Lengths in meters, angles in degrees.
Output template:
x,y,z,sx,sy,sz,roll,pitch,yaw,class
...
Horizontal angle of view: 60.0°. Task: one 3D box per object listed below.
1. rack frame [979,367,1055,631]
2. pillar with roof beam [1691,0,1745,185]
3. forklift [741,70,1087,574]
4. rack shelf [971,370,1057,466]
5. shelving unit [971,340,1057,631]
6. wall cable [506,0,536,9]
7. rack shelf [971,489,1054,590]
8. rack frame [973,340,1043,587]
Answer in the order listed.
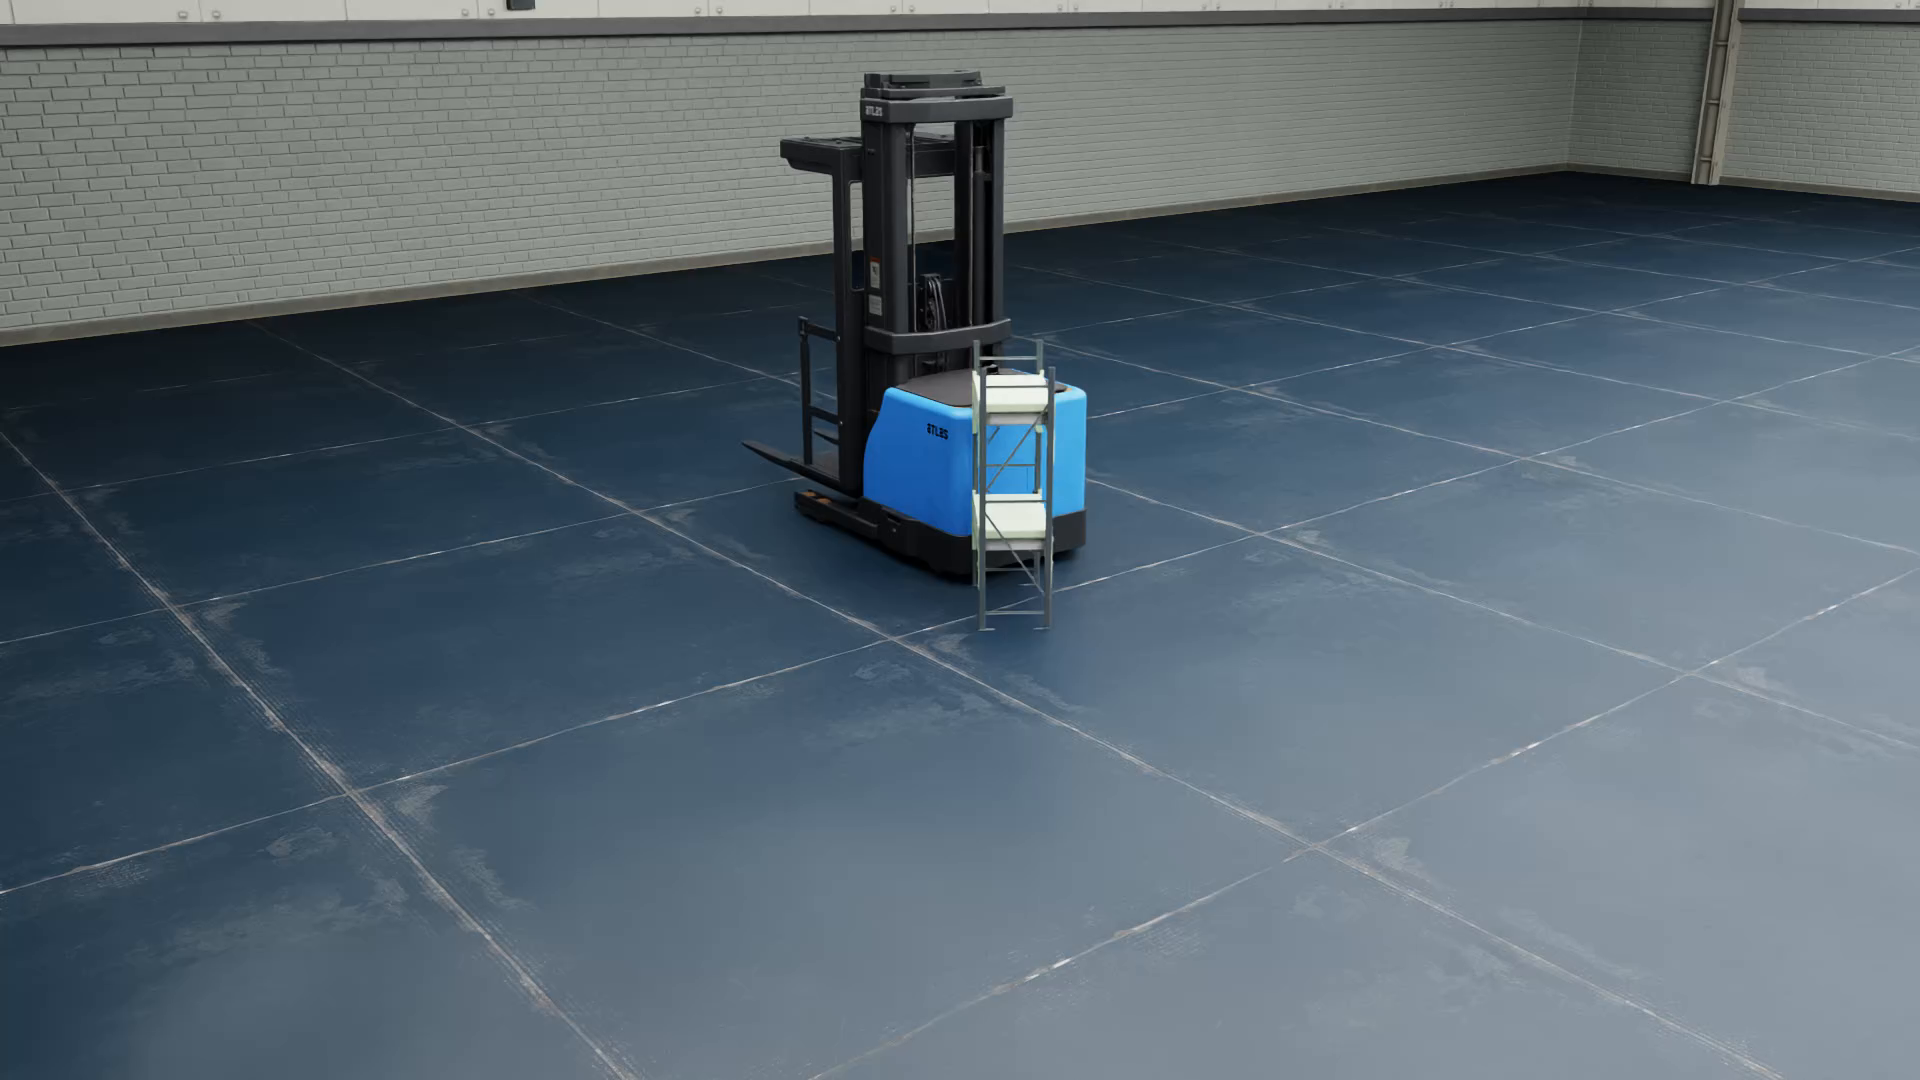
x,y,z,sx,sy,sz,roll,pitch,yaw,class
0.307,-0.206,9.098,0.400,1.500,0.023,-1,18,-2,rack frame
10.401,-10.016,26.795,9.100,9.000,0.400,-14,23,-36,pillar with roof beam
-0.471,-1.587,10.992,1.130,2.935,3.031,-13,22,-34,forklift
0.292,-0.691,9.323,0.431,0.370,0.720,-1,18,-2,rack shelf
0.292,-0.321,9.445,0.431,1.500,0.755,-1,18,-2,shelving unit
-4.258,-9.156,18.787,2.305,6.003,0.169,-14,23,-36,wall cable
0.292,-0.011,9.548,0.431,0.370,0.720,-1,18,-2,rack shelf
0.278,-0.436,9.792,0.400,1.500,0.023,-1,18,-2,rack frame
